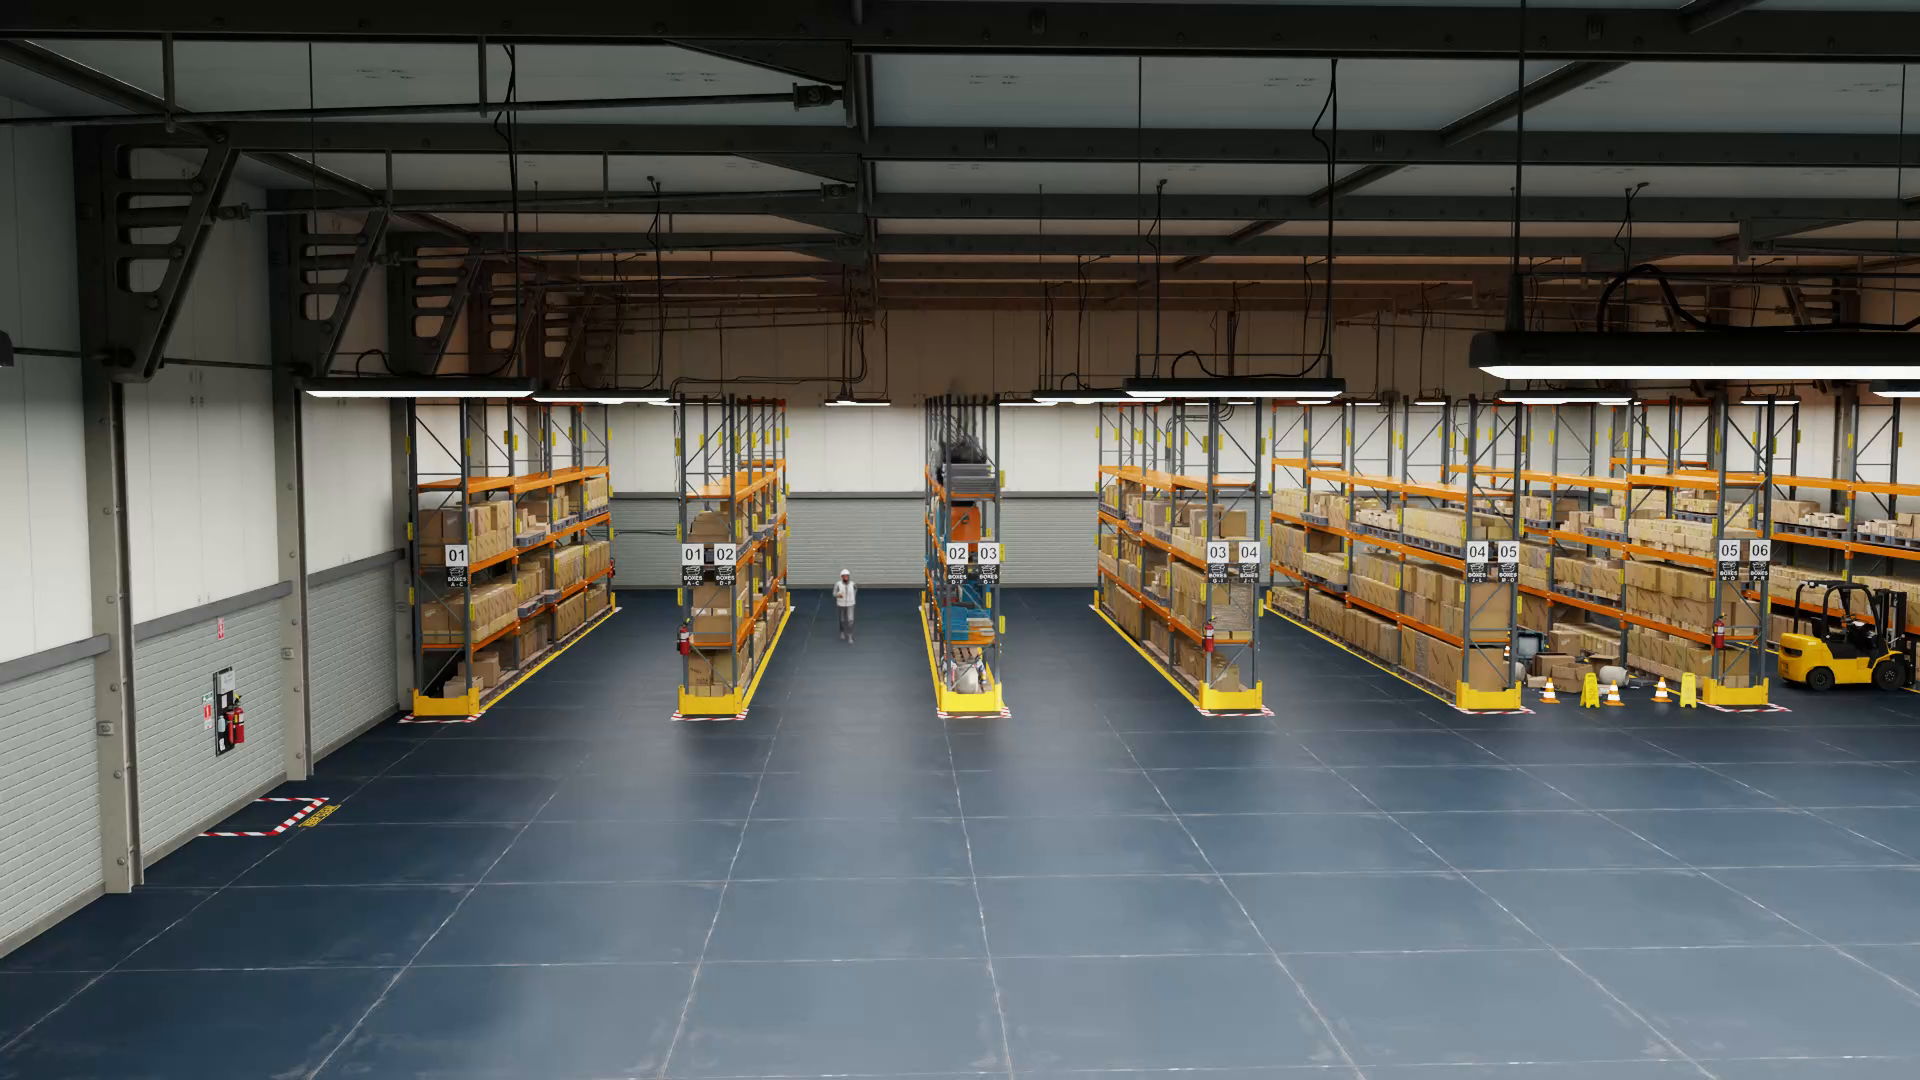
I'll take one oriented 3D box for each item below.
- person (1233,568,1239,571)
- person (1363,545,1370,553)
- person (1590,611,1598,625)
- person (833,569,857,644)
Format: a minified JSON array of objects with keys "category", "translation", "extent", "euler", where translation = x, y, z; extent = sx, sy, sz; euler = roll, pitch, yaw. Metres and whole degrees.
[{"category":"person","translation":[7.658,1.188,47.320],"extent":[0.656,1.598,0.576],"euler":[1,5,15]},{"category":"person","translation":[12.287,0.947,50.273],"extent":[0.563,1.626,0.582],"euler":[-2,5,-29]},{"category":"person","translation":[16.069,1.511,42.298],"extent":[0.662,1.696,0.950],"euler":[-1,5,-10]},{"category":"person","translation":[-2.818,1.609,40.777],"extent":[0.610,1.805,0.889],"euler":[0,5,-6]}]
